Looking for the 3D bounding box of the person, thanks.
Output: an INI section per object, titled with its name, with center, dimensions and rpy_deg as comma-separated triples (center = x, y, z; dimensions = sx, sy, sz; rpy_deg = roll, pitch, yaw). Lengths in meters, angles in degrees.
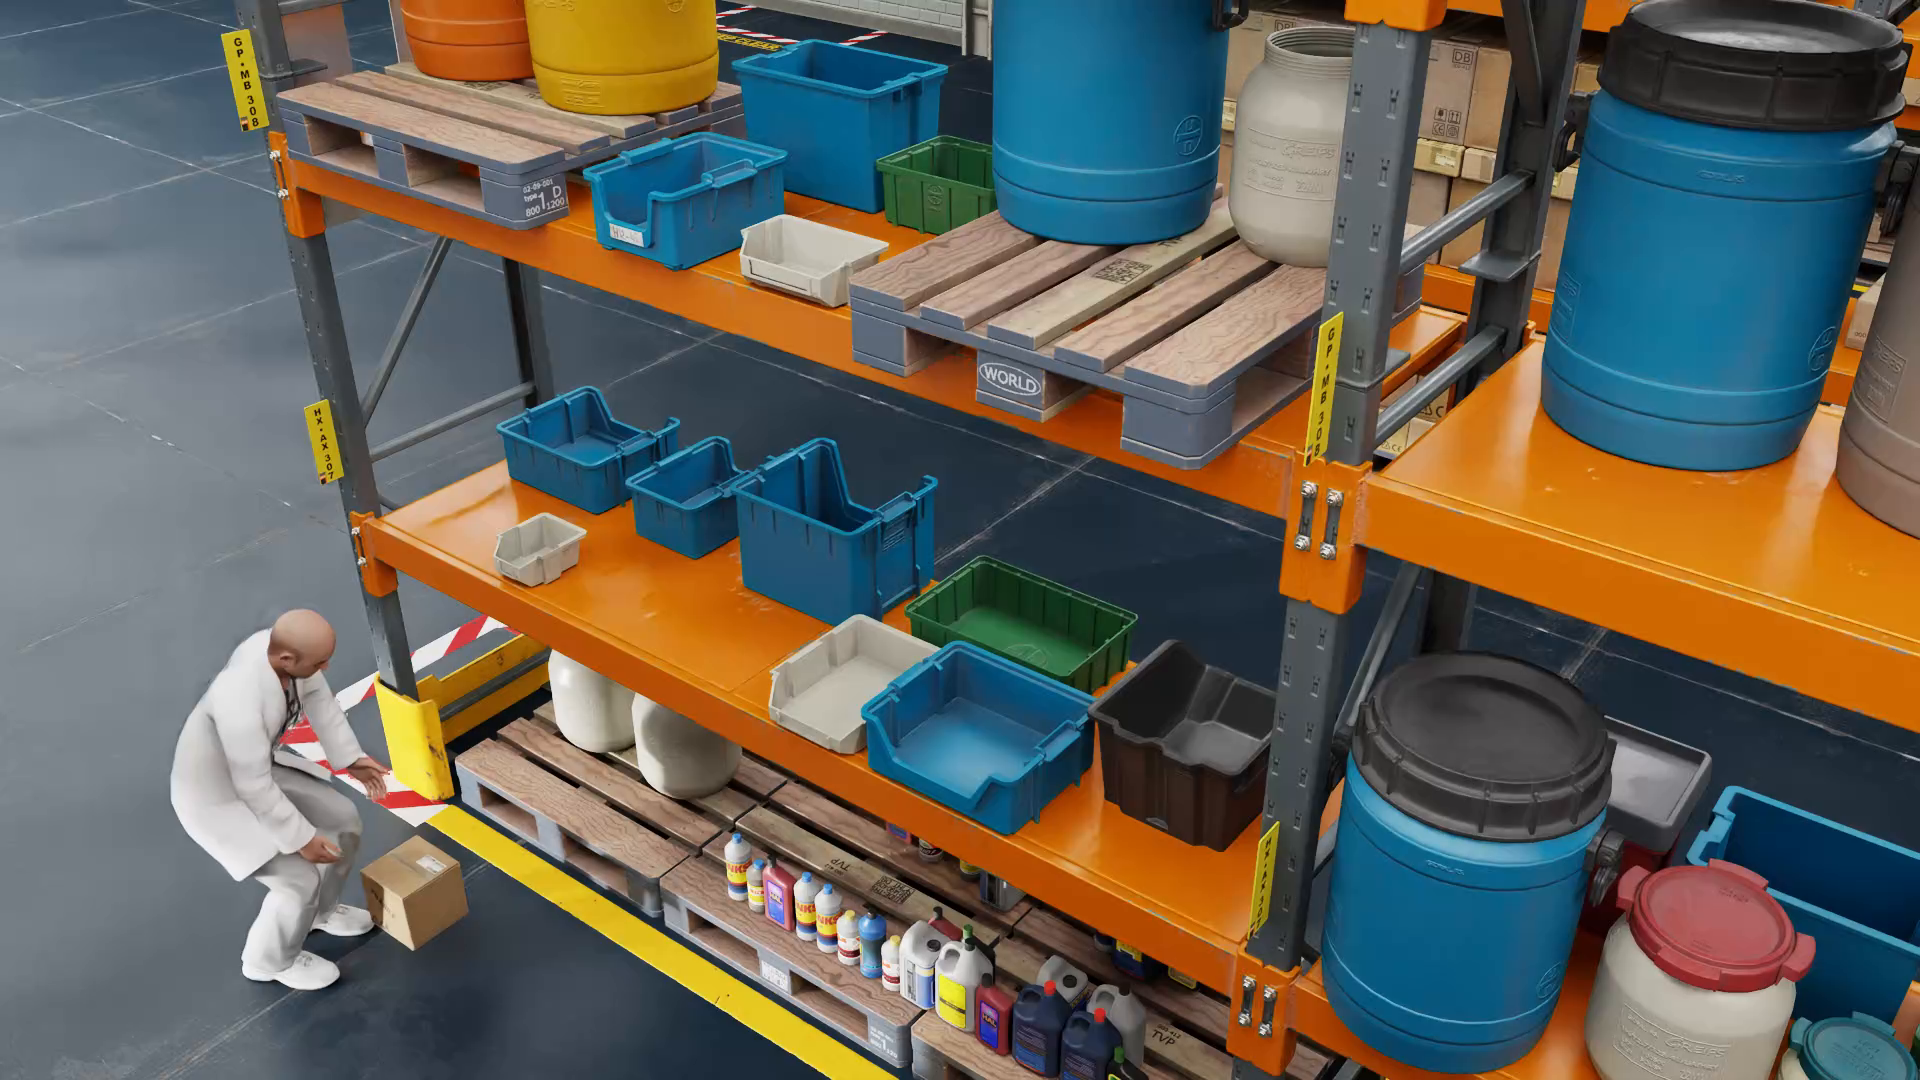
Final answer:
[person]
center = -2.426, 0.885, 5.912
dimensions = 0.658, 1.511, 0.621
rpy_deg = 3, 31, 5
